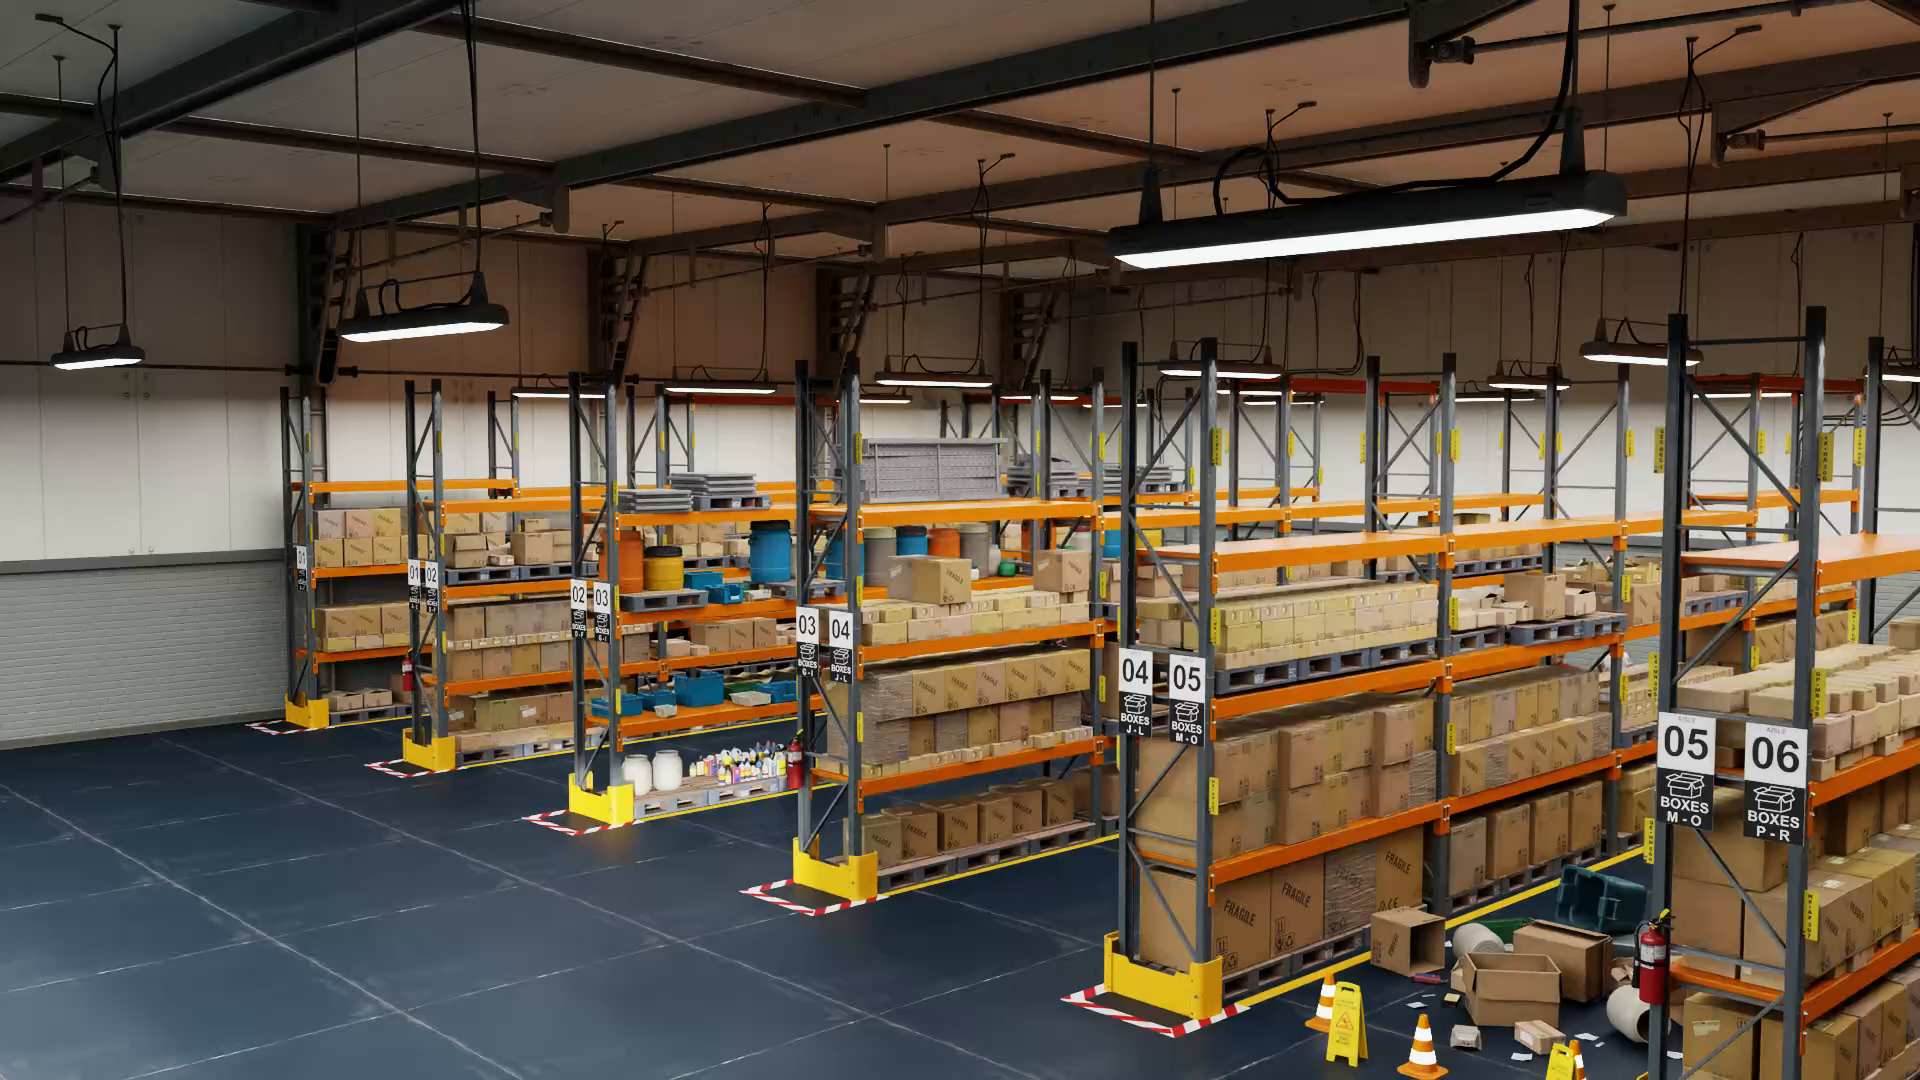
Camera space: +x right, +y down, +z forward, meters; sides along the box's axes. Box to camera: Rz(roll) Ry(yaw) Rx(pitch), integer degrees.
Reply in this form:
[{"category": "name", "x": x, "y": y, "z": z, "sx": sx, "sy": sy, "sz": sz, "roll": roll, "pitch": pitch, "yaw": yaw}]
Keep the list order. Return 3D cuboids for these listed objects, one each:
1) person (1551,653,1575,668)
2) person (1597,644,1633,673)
[{"category": "person", "x": 9.517, "y": 2.616, "z": 26.433, "sx": 0.683, "sy": 1.764, "sz": 0.872, "roll": 3, "pitch": 5, "yaw": 39}, {"category": "person", "x": 11.318, "y": 2.507, "z": 28.680, "sx": 0.613, "sy": 1.716, "sz": 0.746, "roll": 1, "pitch": 4, "yaw": 18}]
